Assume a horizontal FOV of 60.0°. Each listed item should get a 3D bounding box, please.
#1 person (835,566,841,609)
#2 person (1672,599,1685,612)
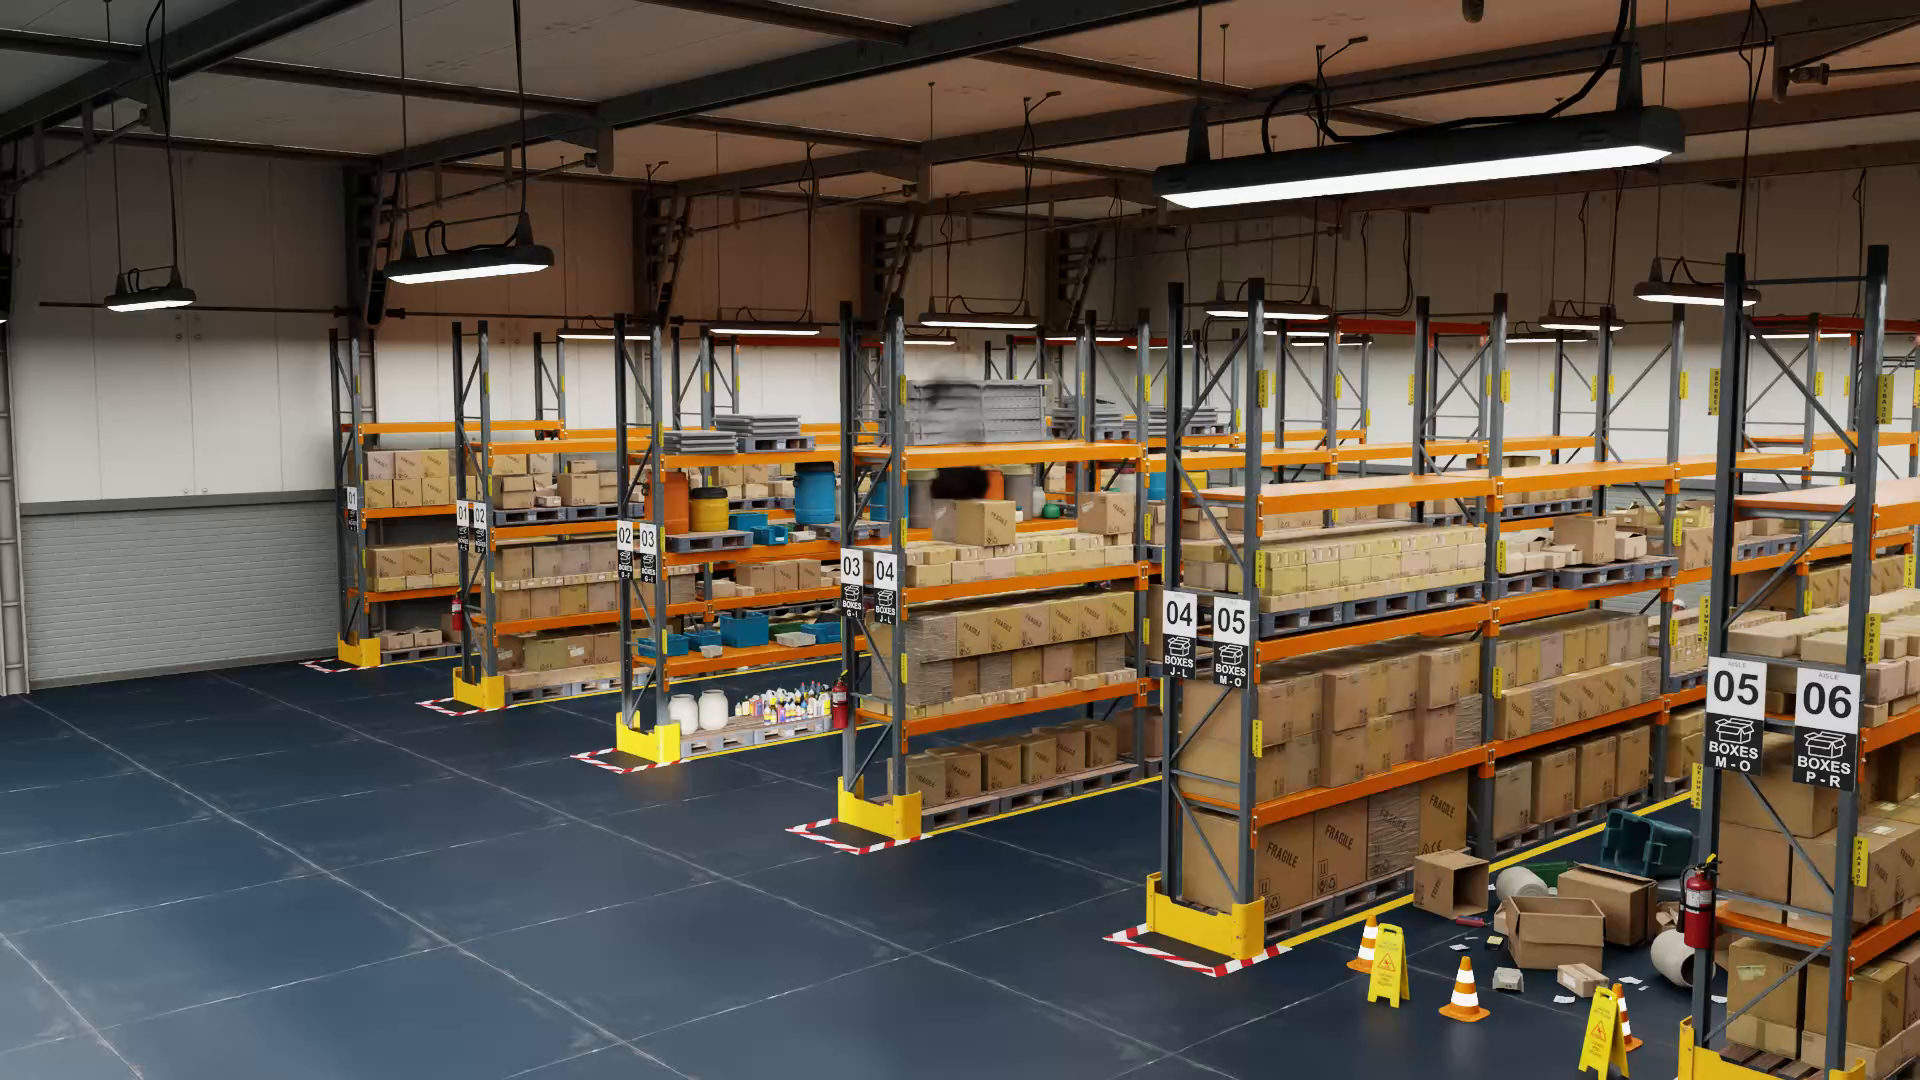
[{"bbox_3d":[-2.304,1.019,33.545,0.561,1.667,0.567,5,8,44],"label":"person"},{"bbox_3d":[10.974,1.781,25.478,0.845,1.774,0.655,-5,7,-41],"label":"person"}]
